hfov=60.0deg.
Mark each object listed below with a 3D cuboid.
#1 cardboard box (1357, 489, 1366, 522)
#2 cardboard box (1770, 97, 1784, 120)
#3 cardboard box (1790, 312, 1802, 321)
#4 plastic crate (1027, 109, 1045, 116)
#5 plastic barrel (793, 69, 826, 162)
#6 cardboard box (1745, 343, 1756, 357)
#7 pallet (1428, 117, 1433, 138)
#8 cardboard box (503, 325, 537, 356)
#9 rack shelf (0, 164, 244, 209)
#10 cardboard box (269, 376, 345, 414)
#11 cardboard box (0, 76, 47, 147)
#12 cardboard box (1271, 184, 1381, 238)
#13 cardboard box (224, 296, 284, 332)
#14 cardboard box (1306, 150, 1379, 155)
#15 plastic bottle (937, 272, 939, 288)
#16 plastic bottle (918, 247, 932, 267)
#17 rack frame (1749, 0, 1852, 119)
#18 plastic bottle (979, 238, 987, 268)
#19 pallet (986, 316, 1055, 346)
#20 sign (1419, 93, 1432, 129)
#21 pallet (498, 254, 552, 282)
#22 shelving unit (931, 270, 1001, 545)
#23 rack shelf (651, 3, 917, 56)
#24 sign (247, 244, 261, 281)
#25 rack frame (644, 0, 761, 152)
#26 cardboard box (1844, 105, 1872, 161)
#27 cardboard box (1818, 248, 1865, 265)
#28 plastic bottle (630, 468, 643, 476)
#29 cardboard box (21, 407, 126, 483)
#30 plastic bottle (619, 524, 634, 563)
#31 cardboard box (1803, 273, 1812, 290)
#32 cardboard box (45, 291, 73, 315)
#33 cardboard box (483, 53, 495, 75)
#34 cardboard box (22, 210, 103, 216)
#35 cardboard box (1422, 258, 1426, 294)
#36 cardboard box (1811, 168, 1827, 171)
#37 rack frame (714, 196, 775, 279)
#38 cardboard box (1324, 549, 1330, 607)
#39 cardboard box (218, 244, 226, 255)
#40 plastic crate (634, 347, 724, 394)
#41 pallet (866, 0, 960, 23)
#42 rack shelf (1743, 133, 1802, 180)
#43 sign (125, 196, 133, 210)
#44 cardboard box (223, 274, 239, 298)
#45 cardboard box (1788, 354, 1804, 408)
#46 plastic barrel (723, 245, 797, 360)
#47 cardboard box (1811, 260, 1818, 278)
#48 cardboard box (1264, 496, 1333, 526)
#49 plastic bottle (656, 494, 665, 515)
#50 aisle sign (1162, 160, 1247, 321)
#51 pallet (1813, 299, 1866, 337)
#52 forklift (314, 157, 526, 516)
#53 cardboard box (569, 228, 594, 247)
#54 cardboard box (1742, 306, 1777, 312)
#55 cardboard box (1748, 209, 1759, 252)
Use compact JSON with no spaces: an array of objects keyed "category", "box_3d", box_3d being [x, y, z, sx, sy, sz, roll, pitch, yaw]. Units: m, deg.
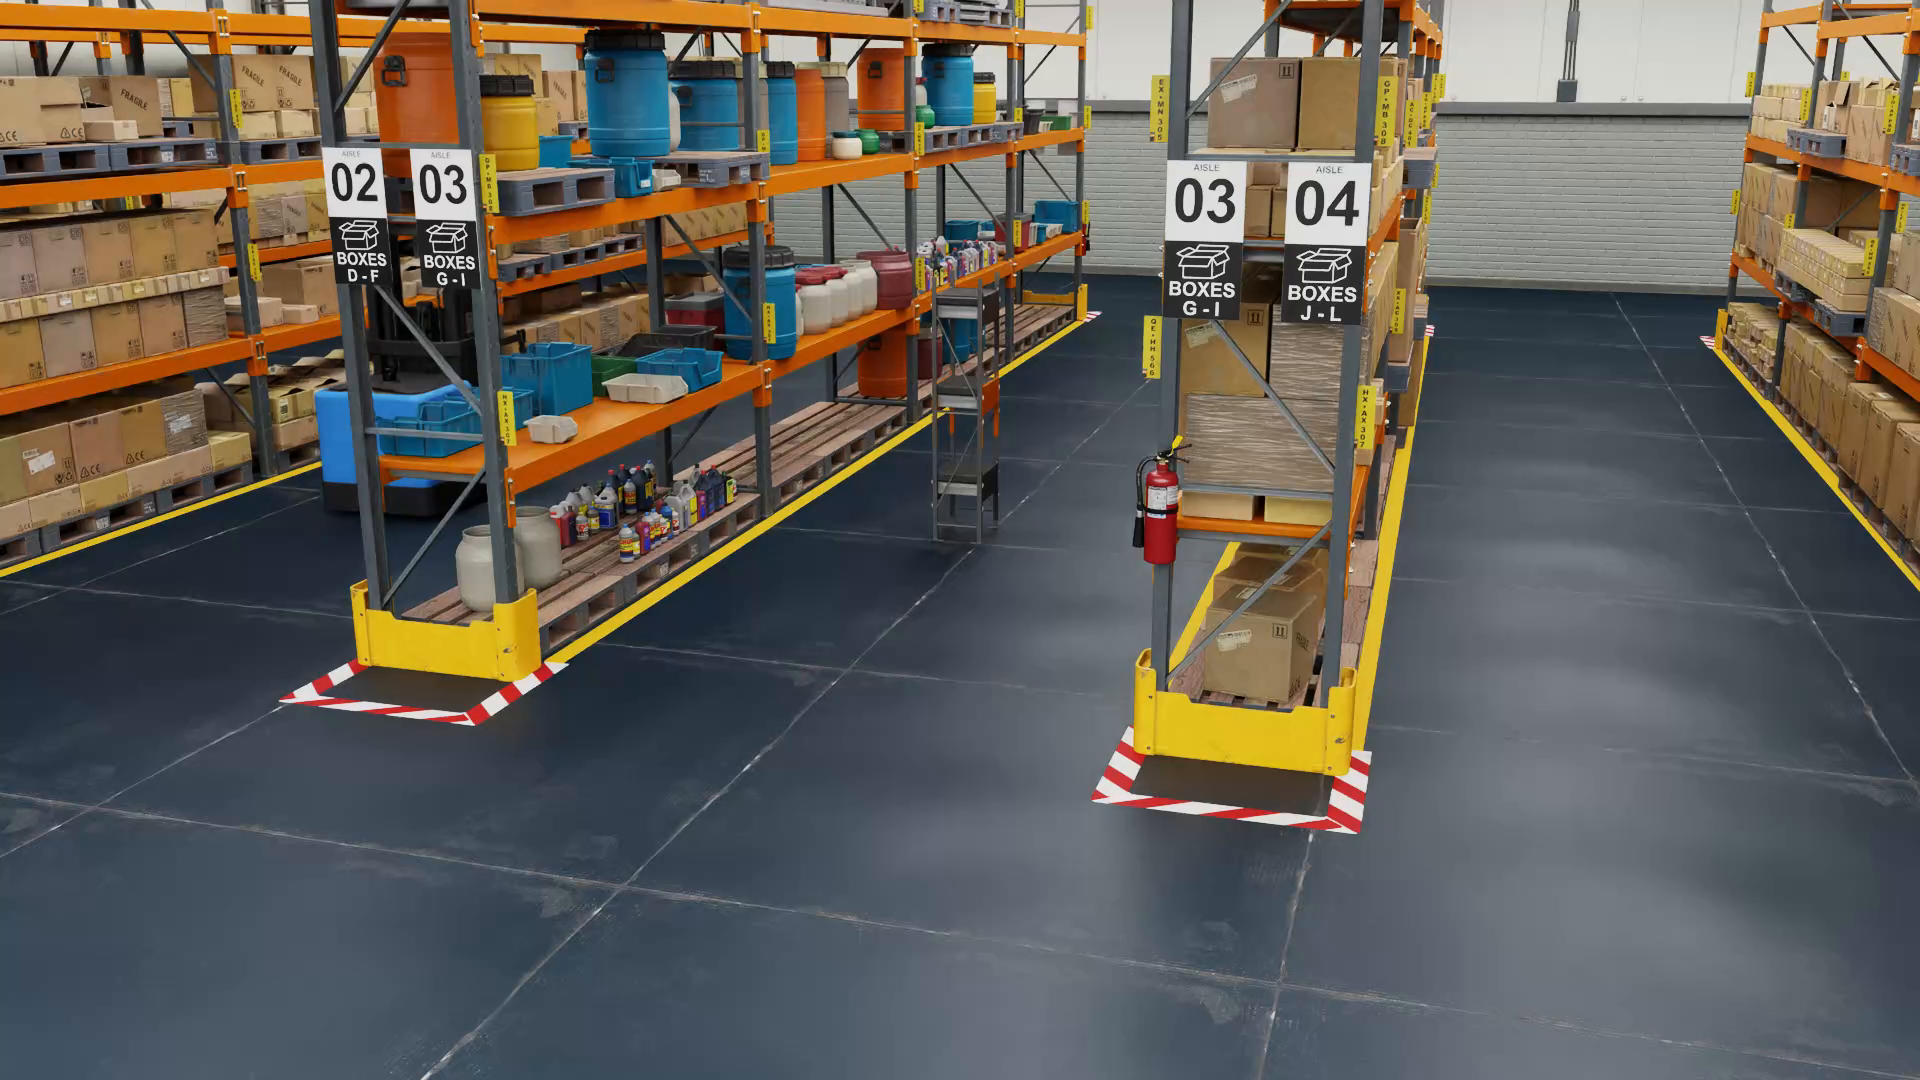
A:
[{"category":"cardboard box","box_3d":[2.865,-0.463,13.238,0.700,0.500,0.500,3,16,12]},{"category":"cardboard box","box_3d":[9.988,-5.139,19.814,0.500,0.250,0.500,4,16,14]},{"category":"cardboard box","box_3d":[10.687,-2.780,20.998,0.380,0.149,0.250,4,16,14]},{"category":"plastic crate","box_3d":[0.955,-6.119,24.149,0.497,0.269,0.590,5,16,16]},{"category":"plastic barrel","box_3d":[-1.569,-4.006,15.671,0.600,0.830,0.708,5,16,16]},{"category":"cardboard box","box_3d":[9.924,-2.336,20.522,0.380,0.149,0.250,5,16,16]},{"category":"pallet","box_3d":[5.186,-5.001,20.130,1.003,0.211,1.213,5,16,16]},{"category":"cardboard box","box_3d":[-5.287,-2.216,19.421,0.500,0.500,0.500,5,17,18]},{"category":"rack shelf","box_3d":[-7.395,-2.638,12.953,1.077,0.370,4.000,5,16,16]},{"category":"cardboard box","box_3d":[-6.323,-1.432,16.123,0.500,0.311,0.500,4,16,15]},{"category":"cardboard box","box_3d":[-7.230,-3.191,12.377,0.500,0.500,0.500,5,16,16]},{"category":"cardboard box","box_3d":[1.918,-1.725,8.692,0.500,0.250,0.500,5,17,18]},{"category":"cardboard box","box_3d":[-6.729,-2.124,15.595,0.500,0.250,0.500,6,17,19]},{"category":"cardboard box","box_3d":[2.099,-2.067,9.166,0.380,0.149,0.250,5,17,18]},{"category":"plastic bottle","box_3d":[-0.281,-2.902,18.428,0.097,0.201,0.097,0,16,0]},{"category":"plastic bottle","box_3d":[-0.420,-3.366,19.928,0.152,0.276,0.135,5,16,16]},{"category":"rack frame","box_3d":[10.807,-6.909,21.198,1.000,3.000,0.127,5,16,16]},{"category":"plastic bottle","box_3d":[0.247,-3.482,20.199,0.144,0.351,0.185,5,16,16]},{"category":"pallet","box_3d":[0.711,-2.946,23.328,1.003,0.211,1.213,5,16,16]},{"category":"sign","box_3d":[4.326,-3.990,15.456,0.100,0.325,0.005,5,16,16]},{"category":"pallet","box_3d":[-5.565,-3.201,19.469,1.213,0.211,1.003,5,16,16]},{"category":"shelving unit","box_3d":[0.047,-1.053,13.196,0.431,2.100,0.503,5,16,16]},{"category":"rack shelf","box_3d":[-1.511,-4.550,14.930,1.077,0.370,4.000,5,16,16]},{"category":"sign","box_3d":[-6.294,-2.476,14.829,0.100,0.325,0.005,5,16,16]},{"category":"rack frame","box_3d":[-2.079,-4.565,12.932,1.000,3.000,0.127,5,16,16]},{"category":"cardboard box","box_3d":[8.728,-3.853,15.735,0.500,0.500,0.500,5,16,16]},{"category":"cardboard box","box_3d":[8.528,-2.728,16.051,0.380,0.149,0.250,5,16,16]},{"category":"plastic bottle","box_3d":[-2.655,-0.444,13.583,0.152,0.276,0.135,5,17,18]},{"category":"cardboard box","box_3d":[-7.169,-0.773,13.451,0.500,0.500,0.500,5,16,16]},{"category":"plastic bottle","box_3d":[-2.402,0.019,11.961,0.097,0.271,0.097,0,16,0]},{"category":"cardboard box","box_3d":[8.677,-2.583,16.629,0.380,0.149,0.250,4,16,13]},{"category":"cardboard box","box_3d":[-7.208,-1.866,13.038,0.380,0.149,0.250,5,17,16]},{"category":"cardboard box","box_3d":[-5.560,-5.196,18.639,0.500,0.500,0.500,5,16,16]},{"category":"cardboard box","box_3d":[-10.565,-3.630,19.639,0.700,0.500,0.500,3,16,9]},{"category":"cardboard box","box_3d":[5.975,-3.440,23.086,0.875,0.875,0.875,5,16,16]},{"category":"cardboard box","box_3d":[10.632,-4.287,20.386,0.500,0.500,0.500,6,17,19]},{"category":"rack frame","box_3d":[-3.417,-5.203,26.177,1.000,3.000,0.127,5,16,16]},{"category":"cardboard box","box_3d":[2.261,0.126,11.198,0.500,0.500,0.500,3,16,11]},{"category":"cardboard box","box_3d":[-9.786,-3.789,21.615,0.380,0.149,0.250,5,17,17]},{"category":"plastic crate","box_3d":[-2.133,-1.297,12.676,0.499,0.251,0.616,5,16,16]},{"category":"pallet","box_3d":[-0.708,-5.514,17.359,1.213,0.211,1.003,5,16,16]},{"category":"rack shelf","box_3d":[10.238,-4.597,19.860,1.077,0.370,4.000,5,16,16]},{"category":"sign","box_3d":[-9.918,-3.973,19.862,0.100,0.325,0.005,5,16,16]},{"category":"cardboard box","box_3d":[-9.851,-3.072,21.834,0.750,0.750,0.750,5,16,16]},{"category":"cardboard box","box_3d":[9.057,-1.665,17.513,0.500,0.500,0.500,5,17,18]},{"category":"plastic barrel","box_3d":[-1.679,-1.997,13.956,0.600,0.901,0.708,5,16,16]},{"category":"cardboard box","box_3d":[8.602,-2.657,16.344,0.380,0.149,0.250,5,17,17]},{"category":"cardboard box","box_3d":[1.843,-0.183,8.939,0.380,0.149,0.250,5,16,16]},{"category":"plastic bottle","box_3d":[-2.284,-0.224,12.794,0.061,0.283,0.133,5,16,16]},{"category":"aisle sign","box_3d":[1.228,-1.506,8.377,0.394,0.787,0.004,5,16,16]},{"category":"pallet","box_3d":[8.634,-2.033,15.350,1.213,0.211,1.003,5,16,16]},{"category":"forklift","box_3d":[-4.518,-1.965,14.887,1.130,2.935,3.031,4,16,13]},{"category":"cardboard box","box_3d":[-4.996,-3.940,20.770,0.700,0.500,0.500,1,16,2]},{"category":"cardboard box","box_3d":[10.369,-2.948,21.589,0.380,0.149,0.250,5,17,17]},{"category":"cardboard box","box_3d":[10.135,-3.849,20.674,0.500,0.500,0.500,5,17,17]}]
